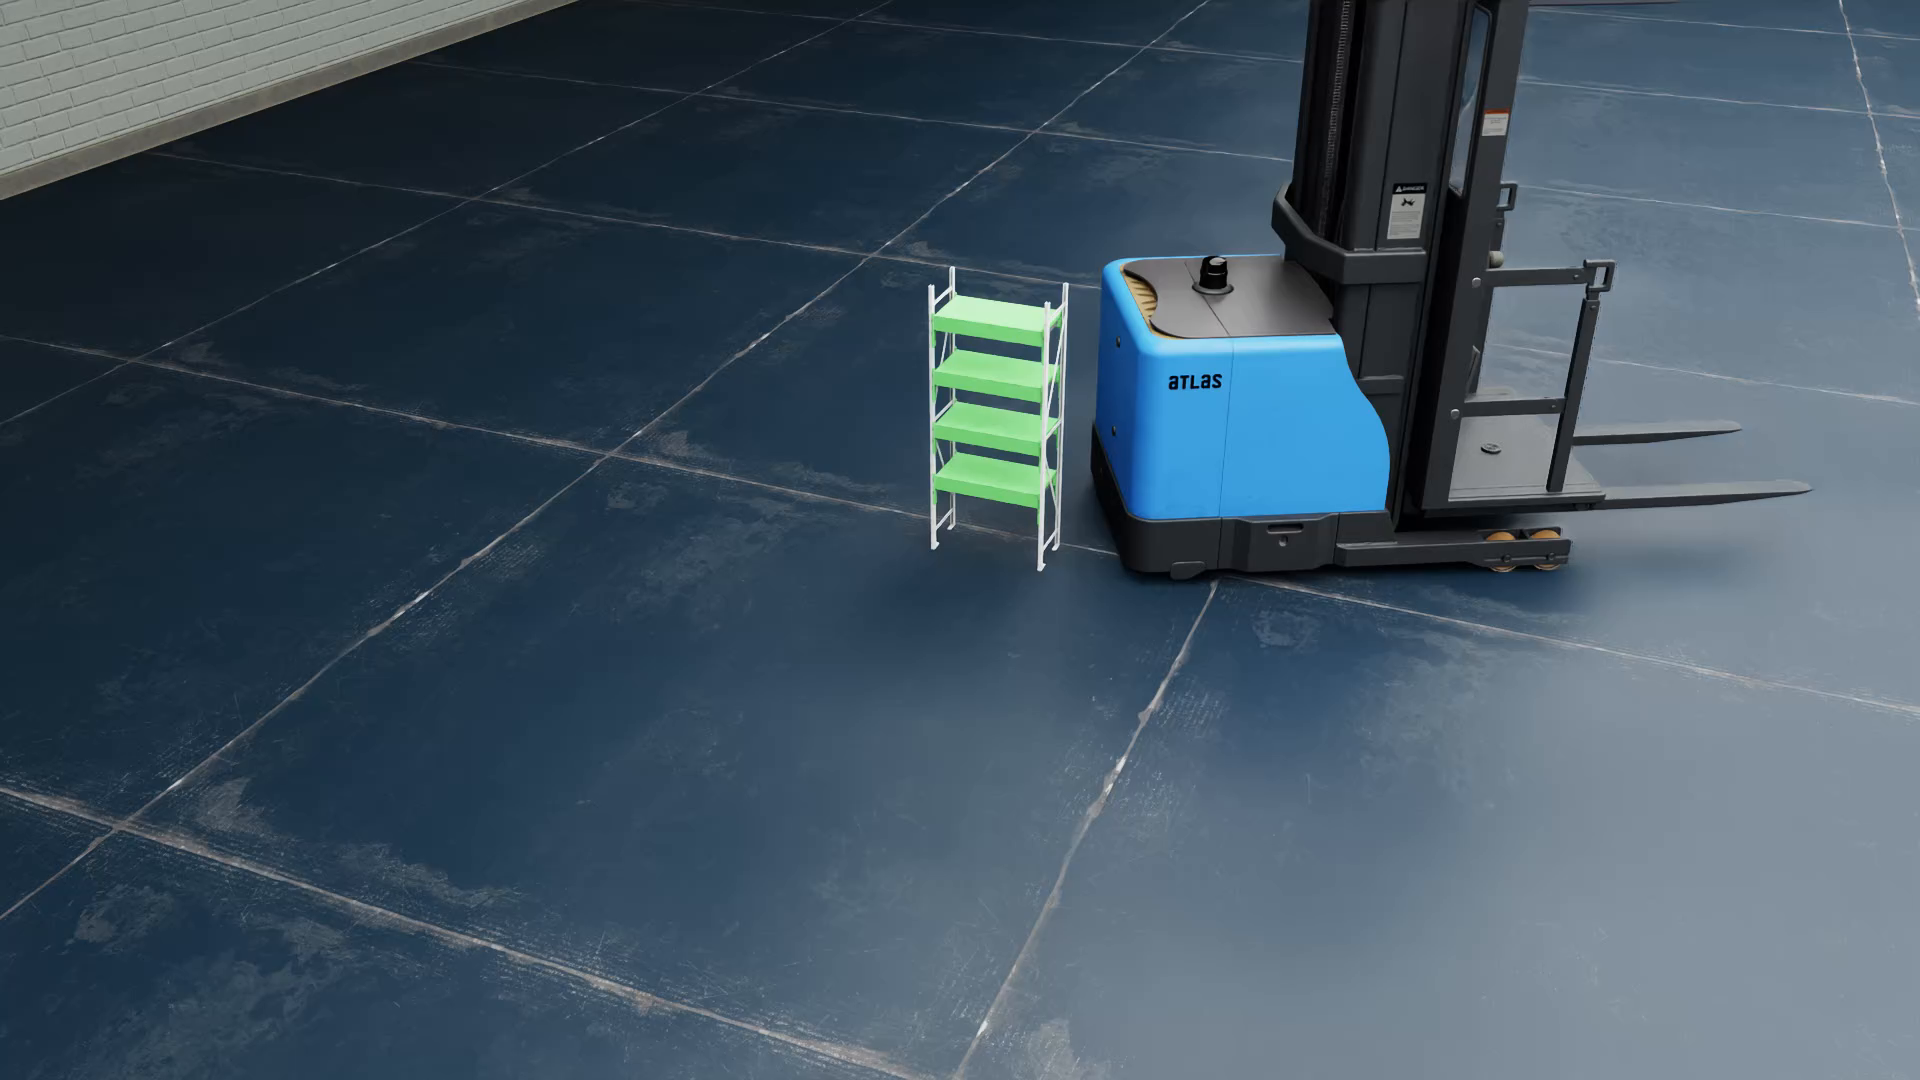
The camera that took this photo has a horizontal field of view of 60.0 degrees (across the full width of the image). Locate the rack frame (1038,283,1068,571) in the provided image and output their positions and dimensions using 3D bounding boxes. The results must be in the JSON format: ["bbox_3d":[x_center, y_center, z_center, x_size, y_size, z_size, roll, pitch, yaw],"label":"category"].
[{"bbox_3d":[0.379,-0.447,6.821,0.015,1.200,0.240,11,31,19],"label":"rack frame"}]

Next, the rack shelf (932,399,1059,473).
[{"bbox_3d":[0.153,-0.436,6.932,0.480,0.148,0.258,11,31,19],"label":"rack shelf"}]

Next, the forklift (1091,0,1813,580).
[{"bbox_3d":[2.150,-1.398,6.744,3.031,2.935,1.130,-3,30,-4],"label":"forklift"}]

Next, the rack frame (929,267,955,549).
[{"bbox_3d":[-0.073,-0.537,6.980,0.015,1.200,0.240,11,31,19],"label":"rack frame"}]

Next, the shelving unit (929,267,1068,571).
[{"bbox_3d":[0.153,-0.492,6.901,0.503,1.200,0.258,11,31,19],"label":"shelving unit"}]

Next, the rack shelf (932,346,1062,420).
[{"bbox_3d":[0.153,-0.645,6.814,0.480,0.148,0.258,11,31,19],"label":"rack shelf"}]

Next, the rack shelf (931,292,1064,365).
[{"bbox_3d":[0.153,-0.854,6.696,0.480,0.148,0.258,11,31,19],"label":"rack shelf"}]

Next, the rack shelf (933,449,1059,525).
[{"bbox_3d":[0.153,-0.227,7.050,0.480,0.148,0.258,11,31,19],"label":"rack shelf"}]
